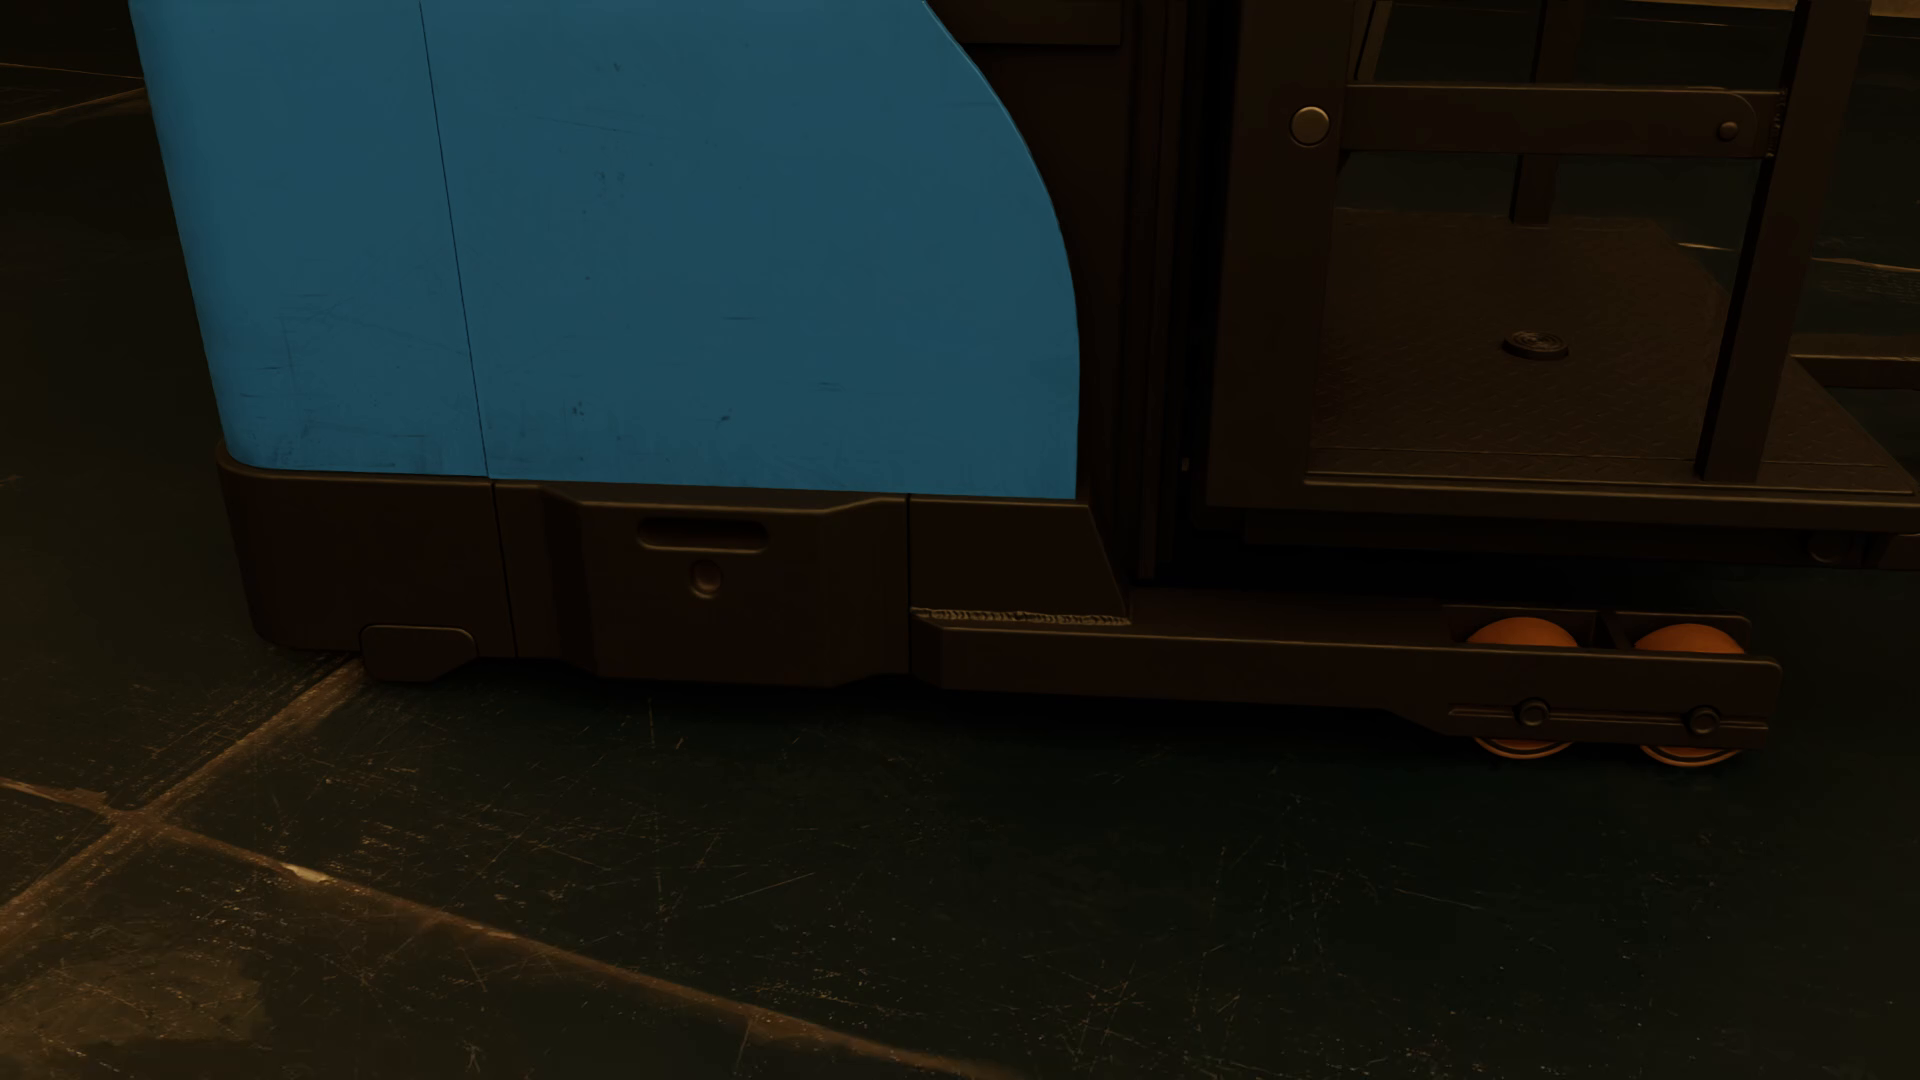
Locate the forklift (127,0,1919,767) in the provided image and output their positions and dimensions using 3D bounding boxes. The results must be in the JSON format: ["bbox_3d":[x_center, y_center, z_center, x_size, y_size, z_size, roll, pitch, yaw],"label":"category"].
[{"bbox_3d":[0.627,-1.288,1.799,3.031,2.935,1.130,2,27,4],"label":"forklift"}]
